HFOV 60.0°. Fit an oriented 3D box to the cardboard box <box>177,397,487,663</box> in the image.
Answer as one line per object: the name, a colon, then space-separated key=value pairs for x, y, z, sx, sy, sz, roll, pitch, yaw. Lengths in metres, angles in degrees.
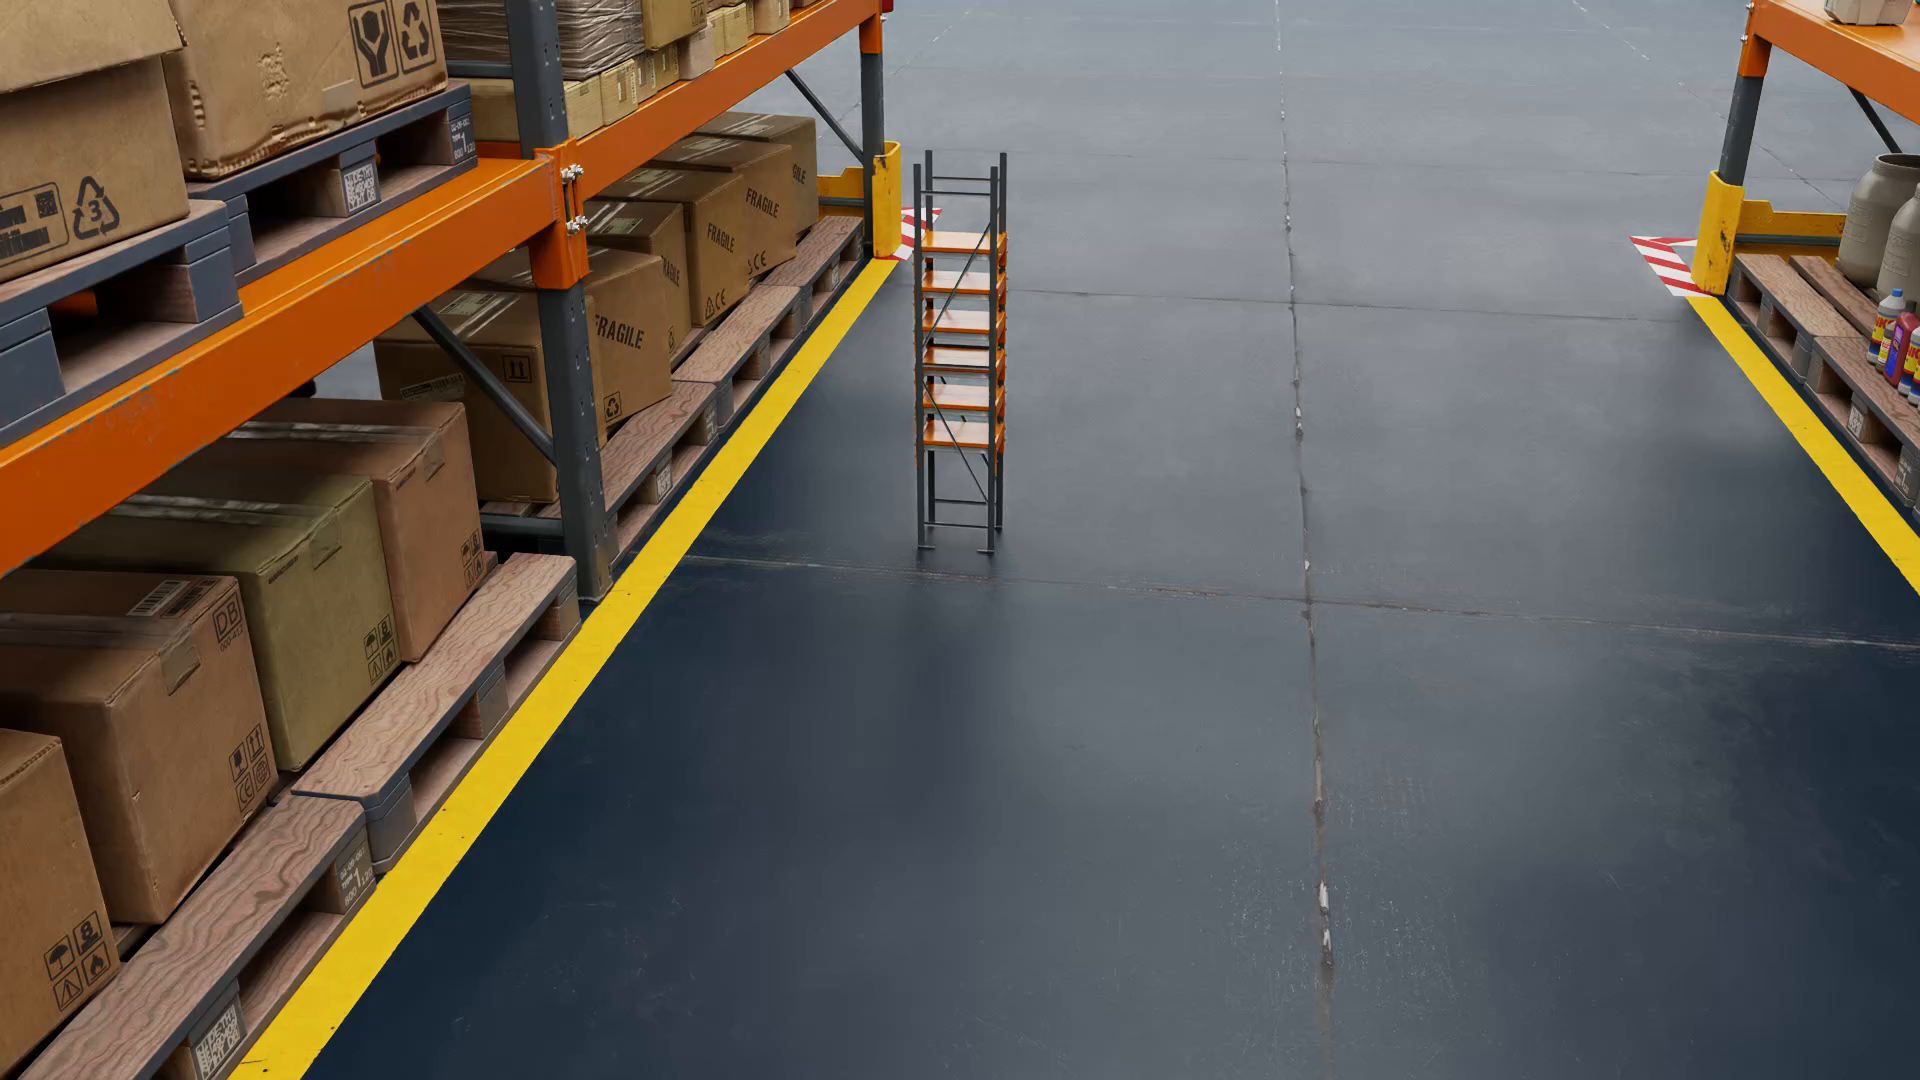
cardboard box: x=-1.656 y=-0.040 z=4.227 sx=0.700 sy=0.500 sz=0.500 roll=2 pitch=25 yaw=4

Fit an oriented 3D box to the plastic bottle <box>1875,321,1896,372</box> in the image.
plastic bottle: x=3.385 y=-0.710 z=6.010 sx=0.097 sy=0.201 sz=0.097 roll=0 pitch=25 yaw=0

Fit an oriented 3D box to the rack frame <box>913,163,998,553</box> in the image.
rack frame: x=-0.013 y=-0.511 z=4.927 sx=0.240 sy=1.200 sz=0.006 roll=4 pitch=25 yaw=9

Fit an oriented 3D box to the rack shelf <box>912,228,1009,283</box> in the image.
rack shelf: x=0.002 y=-0.835 z=4.875 sx=0.258 sy=0.103 sz=0.180 roll=4 pitch=25 yaw=9

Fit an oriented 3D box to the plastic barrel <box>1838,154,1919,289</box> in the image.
plastic barrel: x=3.974 y=-1.341 z=7.016 sx=0.421 sy=0.512 sz=0.421 roll=0 pitch=25 yaw=0

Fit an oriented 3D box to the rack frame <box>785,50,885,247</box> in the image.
rack frame: x=-0.880 y=-2.901 z=7.910 sx=1.000 sy=3.000 sz=0.127 roll=4 pitch=25 yaw=9

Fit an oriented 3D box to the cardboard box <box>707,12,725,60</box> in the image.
cardboard box: x=-1.022 y=-1.708 z=5.657 sx=0.380 sy=0.149 sz=0.250 roll=4 pitch=25 yaw=9

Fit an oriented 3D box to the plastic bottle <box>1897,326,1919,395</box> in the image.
plastic bottle: x=3.346 y=-0.642 z=5.782 sx=0.097 sy=0.271 sz=0.097 roll=0 pitch=25 yaw=0

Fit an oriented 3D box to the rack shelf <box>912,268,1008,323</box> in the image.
rack shelf: x=0.002 y=-0.727 z=4.926 sx=0.258 sy=0.103 sz=0.180 roll=4 pitch=25 yaw=9

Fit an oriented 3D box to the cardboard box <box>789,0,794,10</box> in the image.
cardboard box: x=-0.893 y=-2.236 z=6.785 sx=0.380 sy=0.149 sz=0.250 roll=4 pitch=25 yaw=9

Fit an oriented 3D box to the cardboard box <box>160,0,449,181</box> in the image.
cardboard box: x=-1.802 y=-1.368 z=3.431 sx=1.000 sy=1.000 sz=1.000 roll=4 pitch=25 yaw=9

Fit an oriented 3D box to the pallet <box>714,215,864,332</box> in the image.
pallet: x=-1.060 y=-1.269 z=7.713 sx=1.003 sy=0.211 sz=1.213 roll=4 pitch=25 yaw=9

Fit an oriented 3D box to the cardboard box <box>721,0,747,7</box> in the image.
cardboard box: x=-1.178 y=-2.221 z=5.988 sx=0.875 sy=0.500 sz=0.500 roll=4 pitch=25 yaw=9

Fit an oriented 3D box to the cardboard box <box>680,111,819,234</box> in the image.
cardboard box: x=-0.999 y=-1.699 z=7.795 sx=0.500 sy=0.500 sz=0.500 roll=9 pitch=27 yaw=18

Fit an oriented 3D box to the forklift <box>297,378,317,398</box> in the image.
forklift: x=-3.198 y=-1.255 z=4.474 sx=1.130 sy=2.935 sz=3.031 roll=4 pitch=25 yaw=9

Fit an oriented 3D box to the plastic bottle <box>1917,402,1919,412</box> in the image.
plastic bottle: x=3.314 y=-0.527 z=5.619 sx=0.097 sy=0.201 sz=0.097 roll=0 pitch=25 yaw=0

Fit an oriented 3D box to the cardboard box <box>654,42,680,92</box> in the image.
cardboard box: x=-1.103 y=-1.499 z=5.210 sx=0.380 sy=0.149 sz=0.250 roll=4 pitch=25 yaw=9

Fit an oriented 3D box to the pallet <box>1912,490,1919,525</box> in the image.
pallet: x=3.503 y=0.100 z=4.788 sx=1.003 sy=0.211 sz=1.213 roll=4 pitch=25 yaw=9

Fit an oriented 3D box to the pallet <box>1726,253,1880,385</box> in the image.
pallet: x=3.902 y=-0.921 z=6.968 sx=1.003 sy=0.211 sz=1.213 roll=4 pitch=25 yaw=9

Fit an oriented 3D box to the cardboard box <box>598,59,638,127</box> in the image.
cardboard box: x=-1.148 y=-1.287 z=4.758 sx=0.380 sy=0.149 sz=0.250 roll=4 pitch=25 yaw=9

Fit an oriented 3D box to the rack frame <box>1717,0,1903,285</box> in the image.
rack frame: x=4.006 y=-2.558 z=7.177 sx=1.000 sy=3.000 sz=0.127 roll=4 pitch=25 yaw=9

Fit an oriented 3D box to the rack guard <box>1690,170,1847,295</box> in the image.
rack guard: x=4.040 y=-1.391 z=7.632 sx=1.175 sy=0.500 sz=0.348 roll=4 pitch=25 yaw=9

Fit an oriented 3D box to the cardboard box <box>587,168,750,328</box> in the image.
cardboard box: x=-1.184 y=-1.186 z=6.700 sx=0.500 sy=0.500 sz=0.500 roll=6 pitch=26 yaw=13

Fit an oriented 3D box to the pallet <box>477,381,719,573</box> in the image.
pallet: x=-1.459 y=-0.249 z=5.532 sx=1.003 sy=0.211 sz=1.213 roll=4 pitch=25 yaw=9

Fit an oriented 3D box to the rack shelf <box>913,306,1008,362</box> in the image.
rack shelf: x=0.002 y=-0.618 z=4.977 sx=0.258 sy=0.103 sz=0.180 roll=4 pitch=25 yaw=9

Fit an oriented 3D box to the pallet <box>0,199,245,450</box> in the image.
pallet: x=-1.905 y=-0.299 z=2.577 sx=1.003 sy=0.211 sz=1.213 roll=4 pitch=25 yaw=9

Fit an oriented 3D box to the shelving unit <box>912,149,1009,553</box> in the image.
shelving unit: x=0.002 y=-0.549 z=5.009 sx=0.258 sy=1.200 sz=0.189 roll=4 pitch=25 yaw=9

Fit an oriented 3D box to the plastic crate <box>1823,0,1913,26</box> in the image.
plastic crate: x=3.542 y=-2.087 z=6.481 sx=0.298 sy=0.136 sz=0.250 roll=4 pitch=25 yaw=9

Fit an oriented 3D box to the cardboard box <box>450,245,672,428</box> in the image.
cardboard box: x=-1.343 y=-0.691 z=5.641 sx=0.500 sy=0.500 sz=0.500 roll=13 pitch=28 yaw=25

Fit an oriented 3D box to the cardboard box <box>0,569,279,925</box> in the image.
cardboard box: x=-1.843 y=0.392 z=3.304 sx=0.700 sy=0.500 sz=0.500 roll=2 pitch=25 yaw=4

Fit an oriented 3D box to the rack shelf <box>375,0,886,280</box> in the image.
rack shelf: x=-1.207 y=-1.739 z=6.275 sx=1.077 sy=0.370 sz=4.000 roll=4 pitch=25 yaw=9

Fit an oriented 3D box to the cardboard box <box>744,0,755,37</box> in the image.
cardboard box: x=-0.974 y=-1.920 z=6.109 sx=0.380 sy=0.149 sz=0.250 roll=4 pitch=25 yaw=9

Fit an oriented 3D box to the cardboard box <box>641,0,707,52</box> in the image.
cardboard box: x=-1.283 y=-1.799 z=5.086 sx=0.875 sy=0.500 sz=0.500 roll=4 pitch=25 yaw=9
